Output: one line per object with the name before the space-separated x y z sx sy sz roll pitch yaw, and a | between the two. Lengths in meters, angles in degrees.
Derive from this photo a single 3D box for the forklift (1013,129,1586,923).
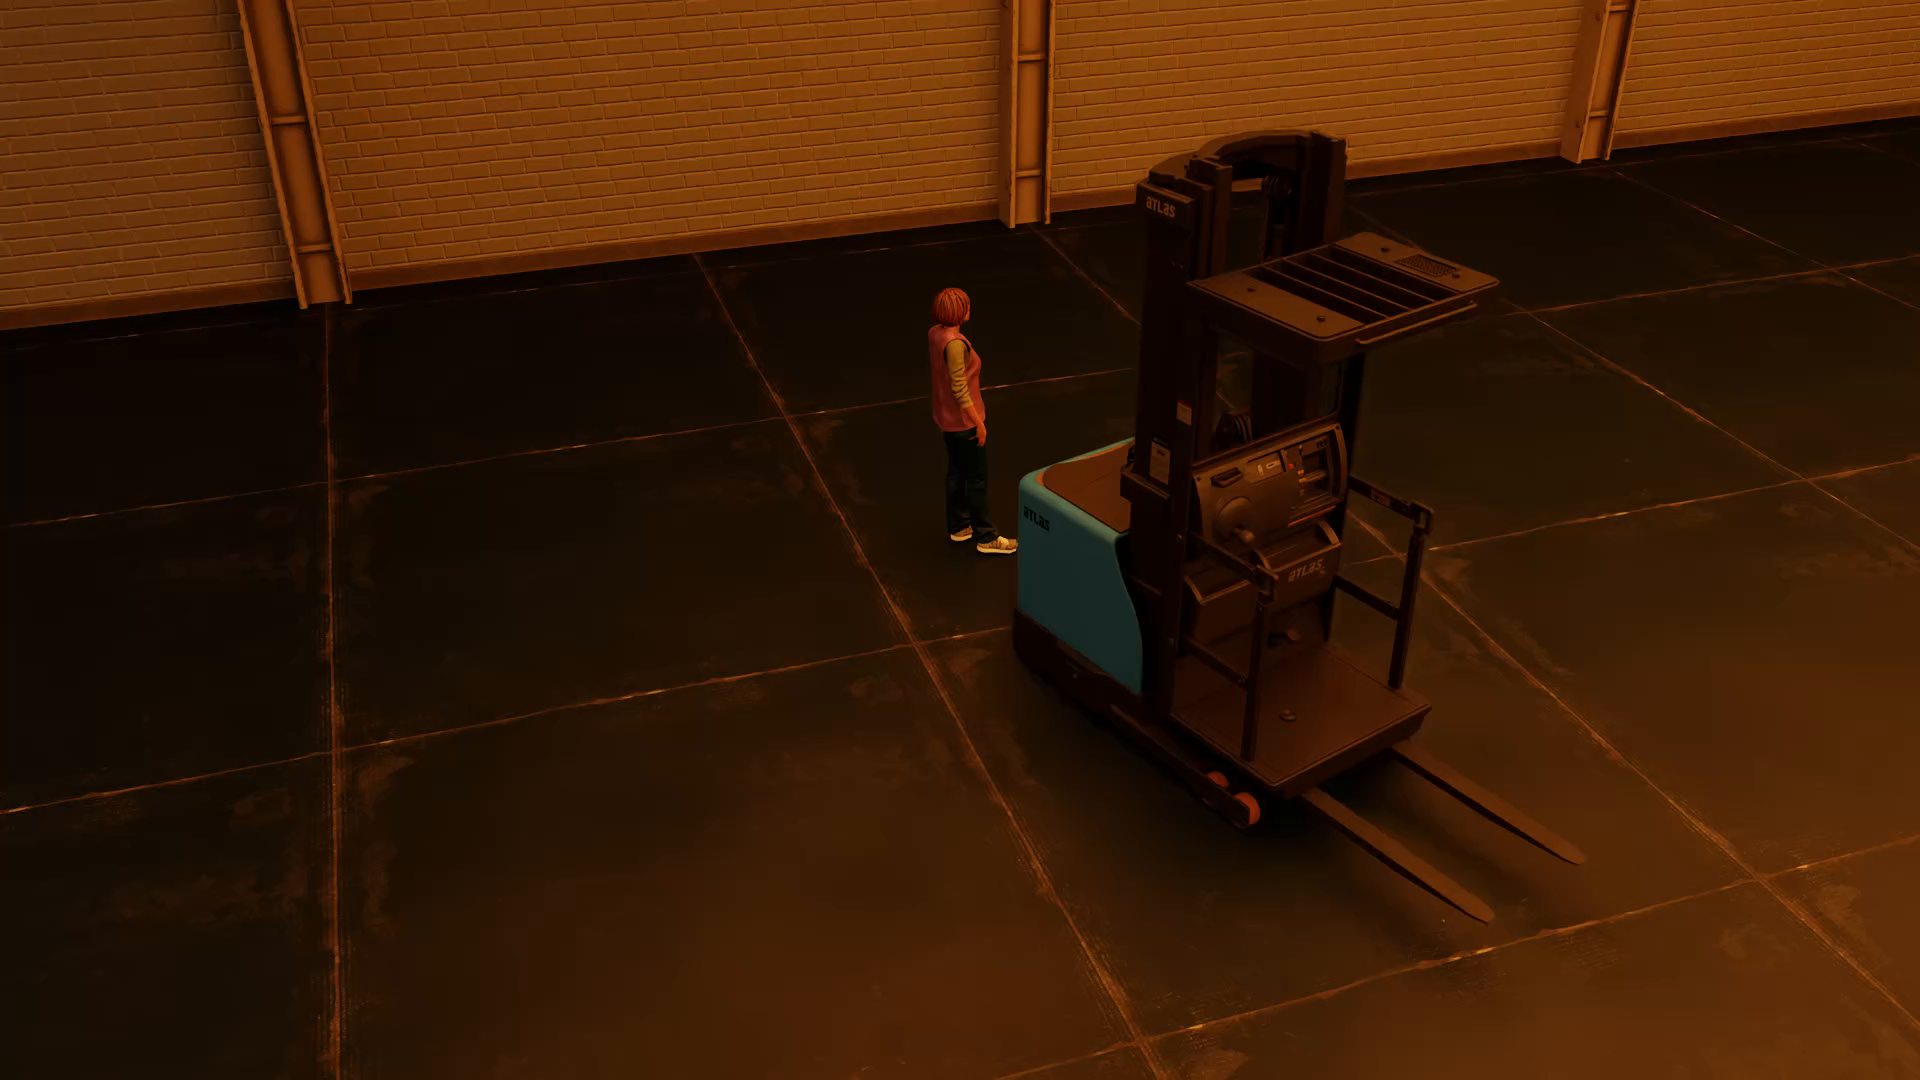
forklift | 1.552 -0.212 7.455 1.130 2.935 3.031 -20 35 -30

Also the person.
person | 0.075 -0.704 9.634 0.473 1.599 0.521 -10 31 -16
